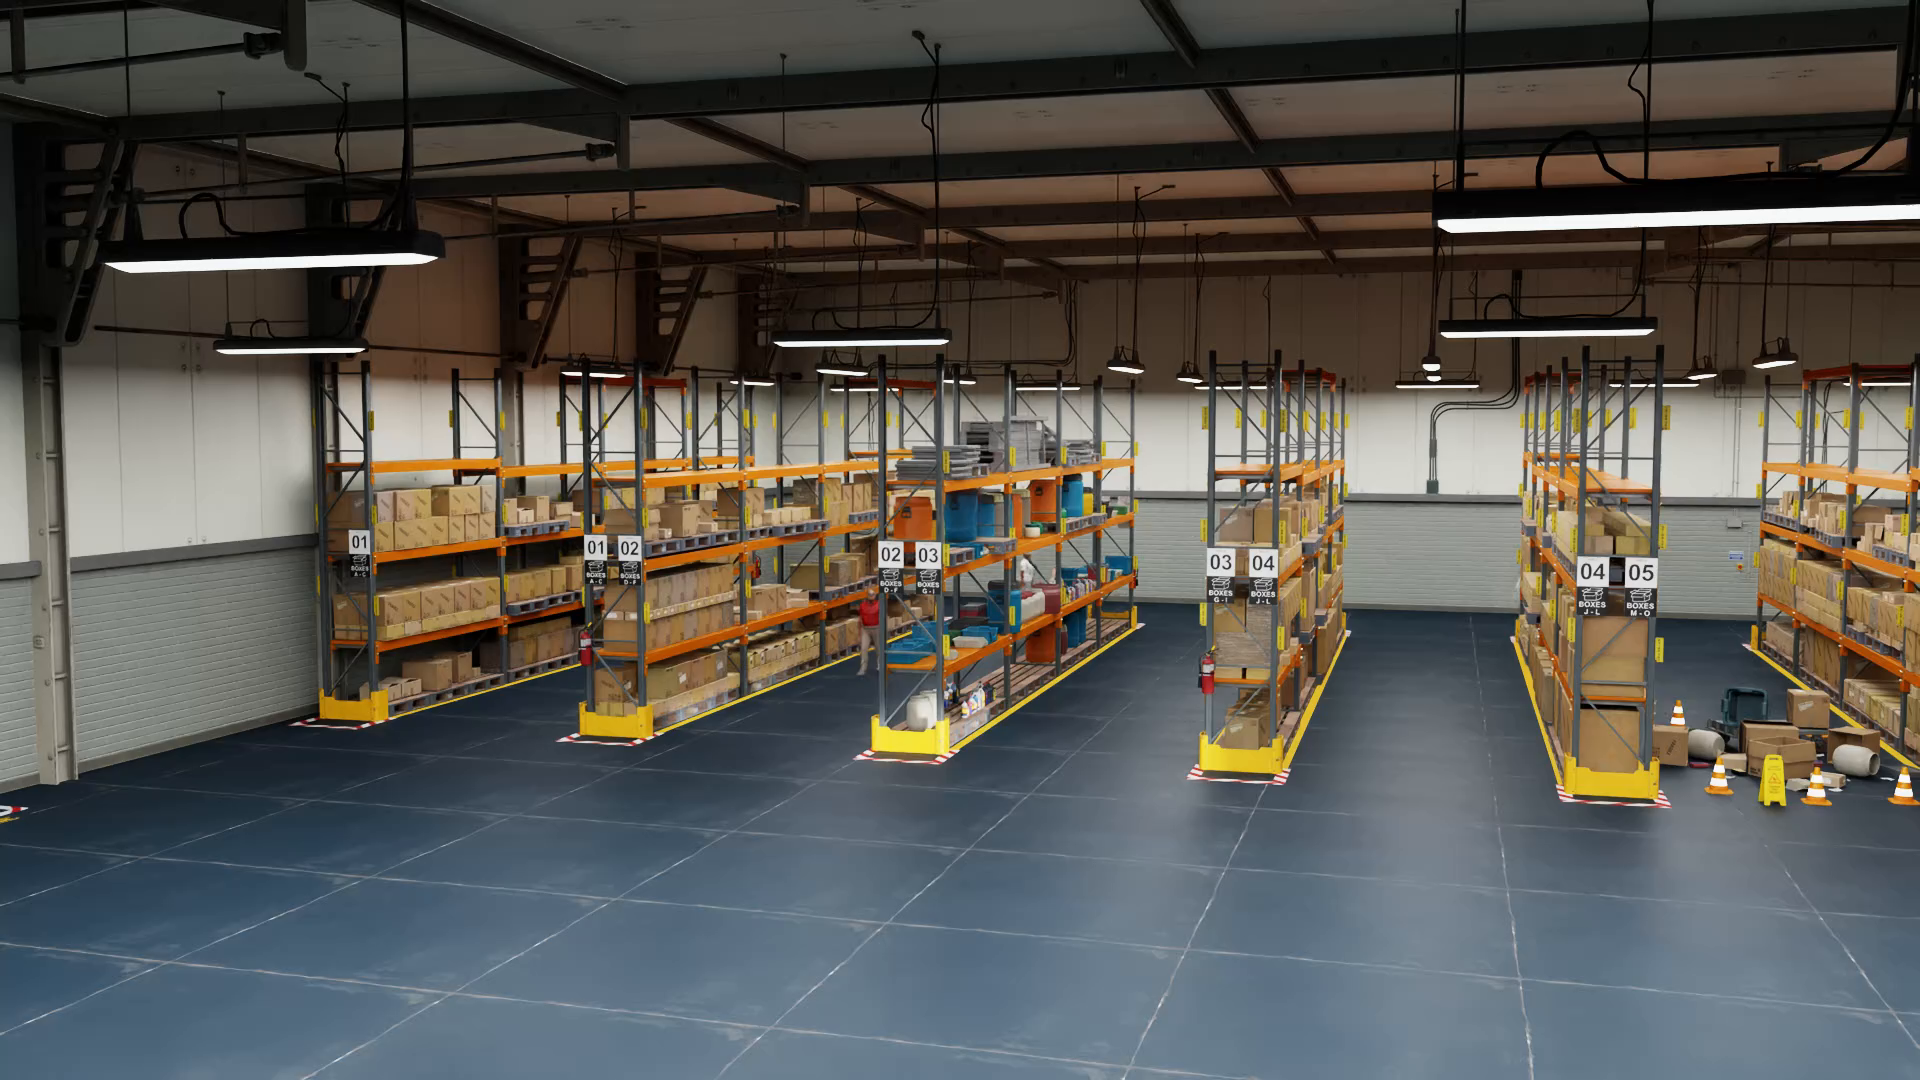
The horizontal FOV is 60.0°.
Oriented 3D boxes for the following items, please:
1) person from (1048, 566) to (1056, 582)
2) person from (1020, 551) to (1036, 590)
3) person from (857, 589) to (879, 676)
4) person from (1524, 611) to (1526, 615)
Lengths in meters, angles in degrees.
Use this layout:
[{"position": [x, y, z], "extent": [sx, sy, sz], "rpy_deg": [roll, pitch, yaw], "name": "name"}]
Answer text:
[{"position": [2.228, 1.413, 38.711], "extent": [0.447, 1.615, 1.069], "rpy_deg": [4, 6, 45], "name": "person"}, {"position": [1.752, 1.087, 42.987], "extent": [0.407, 1.700, 0.462], "rpy_deg": [1, 4, 16], "name": "person"}, {"position": [-1.760, 1.799, 32.837], "extent": [0.603, 1.657, 1.088], "rpy_deg": [1, 4, 7], "name": "person"}, {"position": [13.322, 1.424, 38.753], "extent": [0.617, 1.699, 0.607], "rpy_deg": [2, 4, 24], "name": "person"}]
